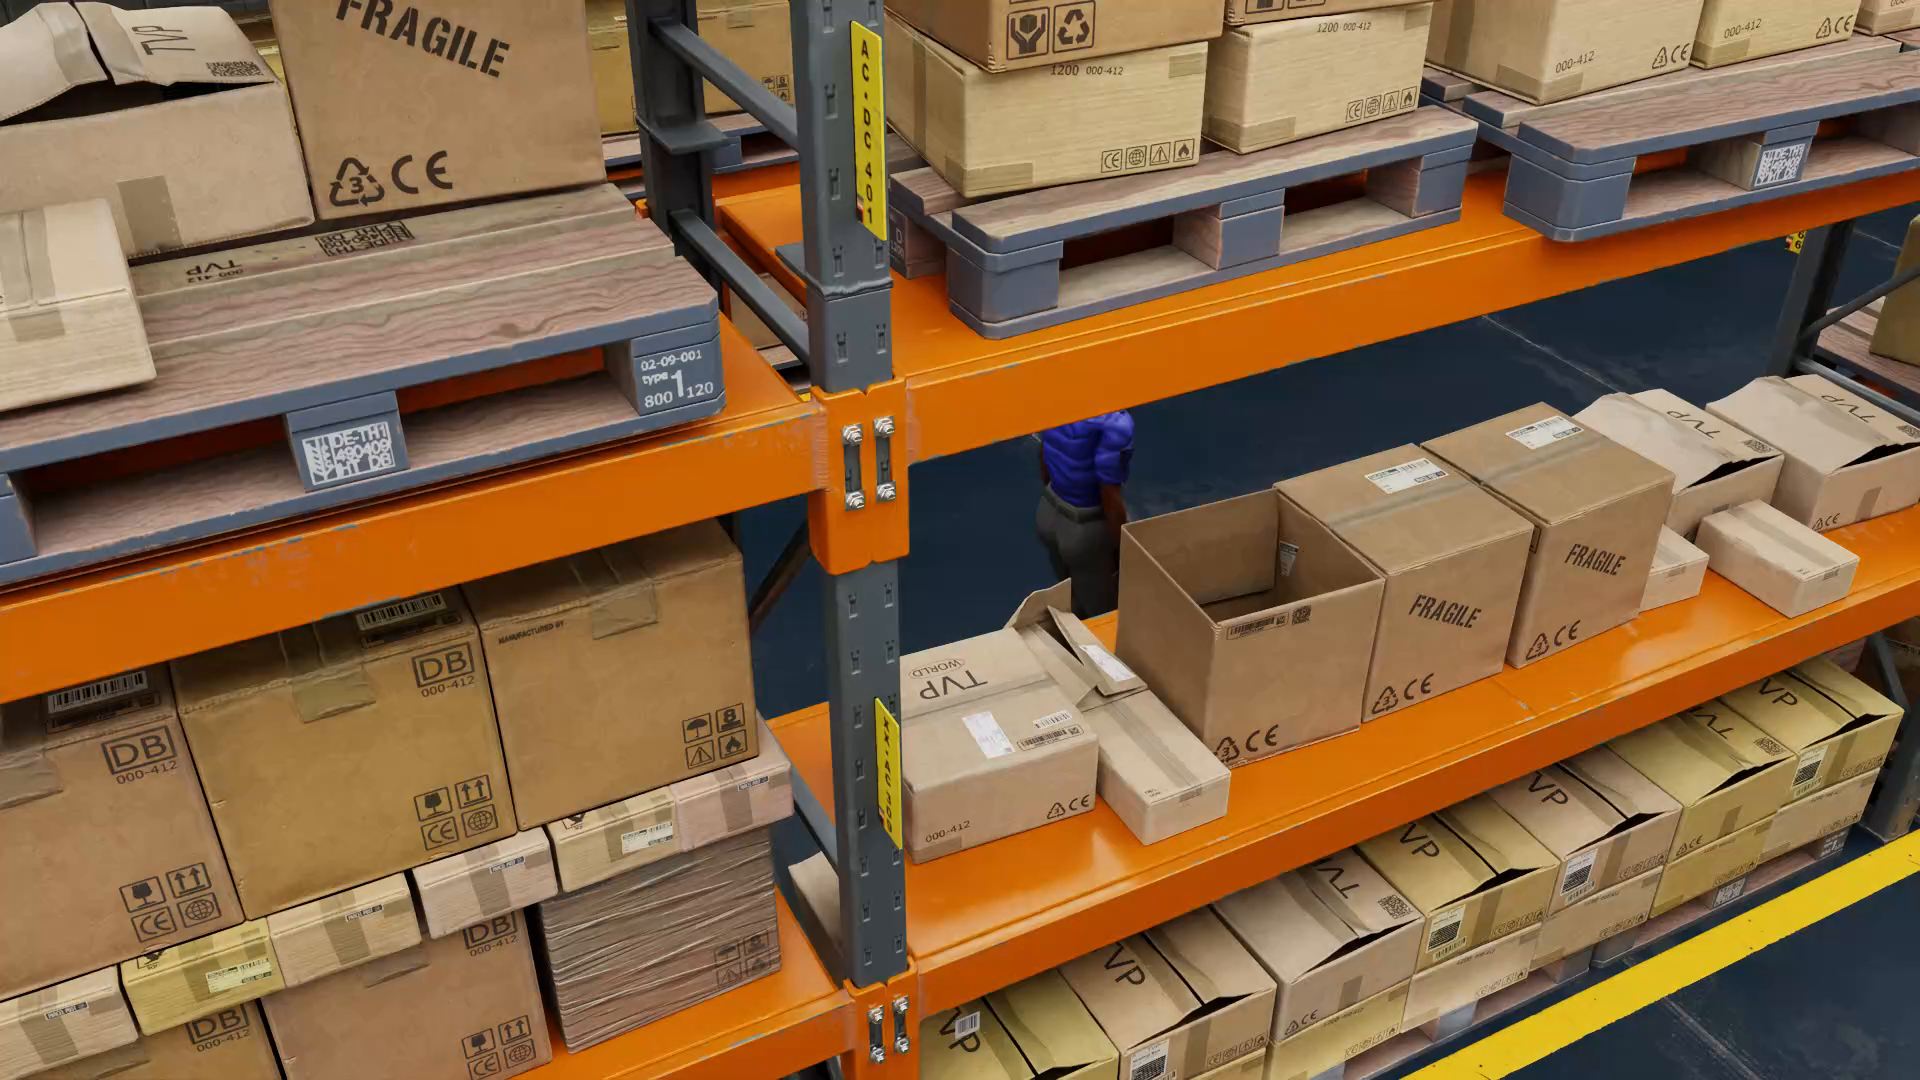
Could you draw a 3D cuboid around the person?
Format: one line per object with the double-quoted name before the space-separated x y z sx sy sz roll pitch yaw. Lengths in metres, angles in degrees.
"person" 0.507 -0.051 6.224 0.403 1.653 0.528 -18 37 -25
